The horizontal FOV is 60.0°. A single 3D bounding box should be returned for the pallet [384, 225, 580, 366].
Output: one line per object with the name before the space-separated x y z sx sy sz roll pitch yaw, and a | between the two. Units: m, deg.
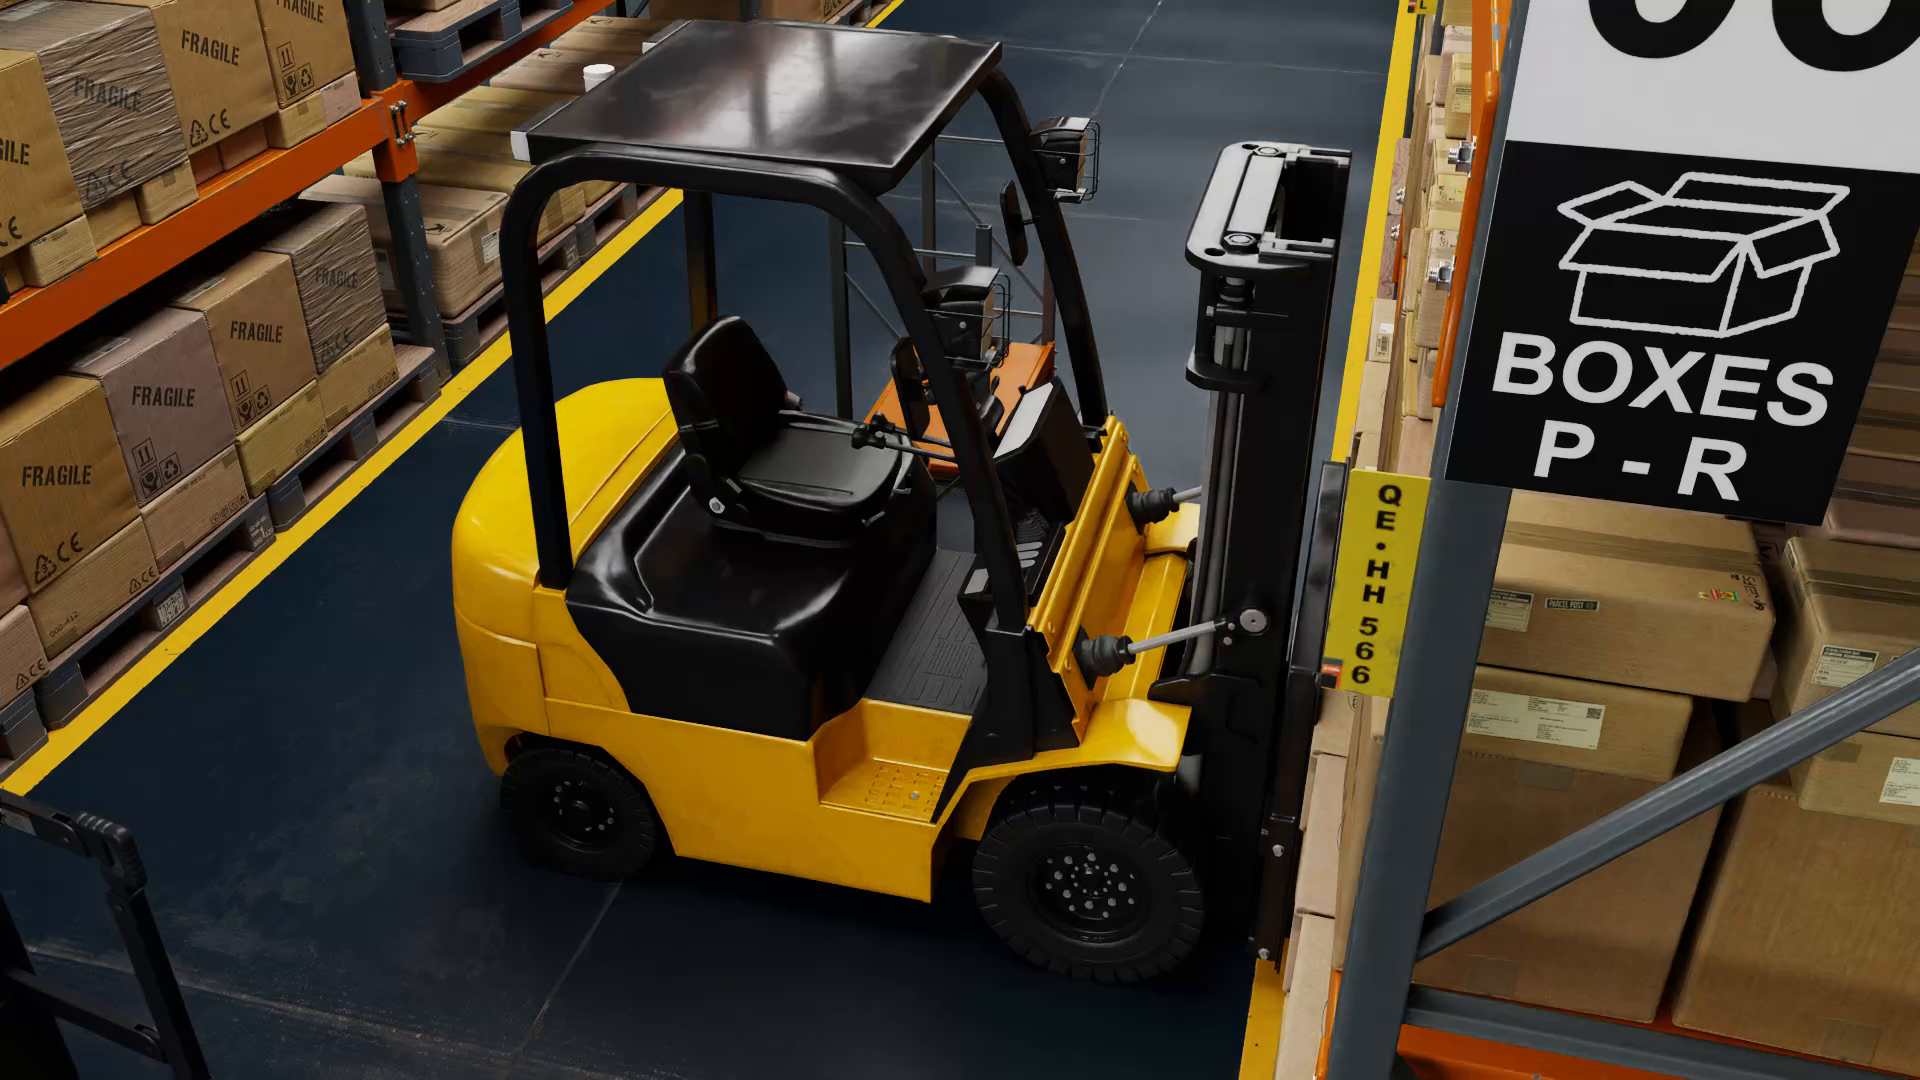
pallet | -2.555 -1.248 8.016 1.003 0.211 1.213 8 33 12

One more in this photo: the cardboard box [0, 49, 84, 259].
cardboard box | -3.000 -1.119 4.844 0.500 0.500 0.500 7 33 11

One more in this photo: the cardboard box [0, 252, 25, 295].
cardboard box | -3.037 -0.789 4.929 0.380 0.149 0.250 7 33 11

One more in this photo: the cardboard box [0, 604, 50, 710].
cardboard box | -3.157 0.393 5.007 0.500 0.250 0.500 9 34 14

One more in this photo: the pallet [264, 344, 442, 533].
pallet | -2.887 -0.490 6.825 1.003 0.211 1.213 8 33 12

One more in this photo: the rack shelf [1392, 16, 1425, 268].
rack shelf | 2.559 -2.081 7.398 1.077 0.370 4.000 8 33 12

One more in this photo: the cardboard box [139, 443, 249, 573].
cardboard box | -2.900 -0.153 5.866 0.500 0.250 0.500 9 33 13

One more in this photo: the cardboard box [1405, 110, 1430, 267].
cardboard box | 1.570 -0.922 4.811 0.500 0.500 0.500 9 33 13

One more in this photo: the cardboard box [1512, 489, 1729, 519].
cardboard box | 0.956 -0.059 2.572 0.380 0.149 0.250 8 33 12

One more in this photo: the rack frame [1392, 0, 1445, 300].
rack frame | 2.051 -1.347 5.572 1.000 3.000 0.127 8 33 12

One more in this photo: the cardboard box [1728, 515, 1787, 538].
cardboard box | 1.445 0.005 2.749 0.380 0.149 0.250 7 33 12

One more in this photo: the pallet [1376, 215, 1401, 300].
pallet | 2.508 -1.193 7.929 1.003 0.211 1.213 8 33 12

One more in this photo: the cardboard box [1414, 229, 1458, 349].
cardboard box | 1.090 -0.468 3.215 0.380 0.149 0.250 9 33 14

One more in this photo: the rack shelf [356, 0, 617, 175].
rack shelf | -2.243 -2.755 8.458 1.077 0.370 4.000 8 33 12

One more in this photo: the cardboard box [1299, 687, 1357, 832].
cardboard box | 1.094 0.480 3.939 0.500 0.250 0.500 8 33 13

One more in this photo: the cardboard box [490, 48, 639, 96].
cardboard box | -2.068 -2.489 9.427 0.950 0.372 0.625 7 33 11

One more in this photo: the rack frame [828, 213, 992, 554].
rack frame | -0.151 -0.325 5.363 0.500 1.500 0.032 8 33 12

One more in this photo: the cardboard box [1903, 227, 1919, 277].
cardboard box | 1.762 -0.517 3.292 0.380 0.149 0.250 7 33 11

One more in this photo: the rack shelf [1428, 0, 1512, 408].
rack shelf | 1.544 -1.271 3.328 1.077 0.370 4.000 8 33 12

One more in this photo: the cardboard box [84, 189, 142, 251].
cardboard box | -2.886 -1.050 5.340 0.380 0.149 0.250 7 33 12

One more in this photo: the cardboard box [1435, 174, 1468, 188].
cardboard box | 1.304 -0.733 3.910 0.380 0.149 0.250 7 33 11

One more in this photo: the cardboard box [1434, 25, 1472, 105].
cardboard box | 1.484 -1.262 4.464 0.380 0.149 0.250 9 33 13

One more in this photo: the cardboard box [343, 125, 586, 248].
cardboard box | -2.441 -1.735 8.241 0.950 0.372 0.625 10 34 15

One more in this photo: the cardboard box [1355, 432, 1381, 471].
cardboard box | 1.370 -0.054 4.778 0.500 0.250 0.500 9 34 14

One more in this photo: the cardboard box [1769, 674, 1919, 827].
cardboard box | 1.373 0.272 2.328 0.380 0.149 0.250 7 33 11

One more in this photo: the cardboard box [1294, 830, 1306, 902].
cardboard box | 1.106 0.676 4.096 0.500 0.250 0.500 7 33 11

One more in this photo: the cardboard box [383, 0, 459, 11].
cardboard box | -2.305 -2.336 6.971 0.380 0.149 0.250 8 33 13

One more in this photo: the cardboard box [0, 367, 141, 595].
cardboard box | -3.025 -0.203 5.245 0.500 0.500 0.500 9 33 13

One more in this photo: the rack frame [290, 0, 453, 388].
rack frame | -2.751 -2.021 6.632 1.000 3.000 0.127 8 33 12

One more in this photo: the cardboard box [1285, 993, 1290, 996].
cardboard box | 0.985 1.169 3.787 0.500 0.250 0.500 8 33 12

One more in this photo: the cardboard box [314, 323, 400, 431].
cardboard box | -2.641 -0.694 6.717 0.500 0.250 0.500 10 34 15

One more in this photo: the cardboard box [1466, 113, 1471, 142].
cardboard box | 1.433 -0.984 4.027 0.380 0.149 0.250 8 33 12

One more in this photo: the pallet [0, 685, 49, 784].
pallet | -3.506 0.776 4.833 1.003 0.211 1.213 8 33 12

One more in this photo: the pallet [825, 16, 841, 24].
pallet | -1.463 -3.318 11.273 1.003 0.211 1.213 8 33 12

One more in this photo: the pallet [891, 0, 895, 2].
pallet | -0.844 -4.585 13.265 1.003 0.211 1.213 8 33 12

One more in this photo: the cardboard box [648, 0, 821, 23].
cardboard box | -1.480 -3.724 10.901 0.875 0.875 0.875 8 33 12

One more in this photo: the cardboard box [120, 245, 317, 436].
cardboard box | -2.769 -0.746 6.100 0.500 0.500 0.500 9 33 13

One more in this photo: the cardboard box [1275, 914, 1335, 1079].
cardboard box | 0.851 1.009 3.107 0.500 0.250 0.500 9 34 14

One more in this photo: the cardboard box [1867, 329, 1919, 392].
cardboard box | 1.558 -0.254 2.879 0.380 0.149 0.250 8 33 13

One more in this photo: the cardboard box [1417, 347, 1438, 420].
cardboard box | 1.110 -0.340 3.291 0.380 0.149 0.250 7 33 11

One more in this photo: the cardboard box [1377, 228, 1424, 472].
cardboard box | 1.294 -0.401 3.991 0.500 0.500 0.500 8 33 13

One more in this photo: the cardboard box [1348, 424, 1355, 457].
cardboard box | 1.608 -0.158 5.874 0.500 0.250 0.500 8 33 13

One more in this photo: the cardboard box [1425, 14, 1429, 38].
cardboard box | 2.052 -2.052 6.356 0.500 0.250 0.500 7 33 11

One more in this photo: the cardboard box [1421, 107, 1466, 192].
cardboard box | 1.410 -1.006 4.338 0.380 0.149 0.250 8 33 12

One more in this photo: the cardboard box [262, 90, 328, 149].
cardboard box | -2.594 -1.576 6.167 0.380 0.149 0.250 9 33 13

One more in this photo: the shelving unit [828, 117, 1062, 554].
shelving unit | -0.019 -0.593 5.785 0.587 1.500 1.083 8 33 12

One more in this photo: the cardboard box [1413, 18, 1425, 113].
cardboard box | 2.048 -1.842 6.492 0.500 0.250 0.500 8 33 12

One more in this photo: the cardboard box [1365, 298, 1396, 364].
cardboard box | 1.625 -0.577 5.602 0.500 0.250 0.500 8 33 12

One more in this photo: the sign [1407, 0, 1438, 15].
sign | 1.524 -1.871 5.391 0.100 0.325 0.005 8 33 12

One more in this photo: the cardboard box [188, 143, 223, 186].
cardboard box | -2.813 -1.324 5.771 0.380 0.149 0.250 8 33 12

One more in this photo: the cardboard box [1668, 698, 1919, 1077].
cardboard box | 1.430 0.468 2.625 0.500 0.500 0.500 9 34 14

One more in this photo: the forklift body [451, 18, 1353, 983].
forklift body | -0.247 -0.145 4.474 2.313 2.155 1.214 8 33 12

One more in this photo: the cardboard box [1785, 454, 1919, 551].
cardboard box | 1.456 0.013 2.459 0.380 0.149 0.250 9 34 14

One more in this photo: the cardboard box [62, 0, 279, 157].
cardboard box | -2.747 -1.656 5.688 0.500 0.500 0.500 9 34 14

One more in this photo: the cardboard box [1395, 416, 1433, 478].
cardboard box | 1.048 0.128 3.160 0.500 0.500 0.500 9 34 14
